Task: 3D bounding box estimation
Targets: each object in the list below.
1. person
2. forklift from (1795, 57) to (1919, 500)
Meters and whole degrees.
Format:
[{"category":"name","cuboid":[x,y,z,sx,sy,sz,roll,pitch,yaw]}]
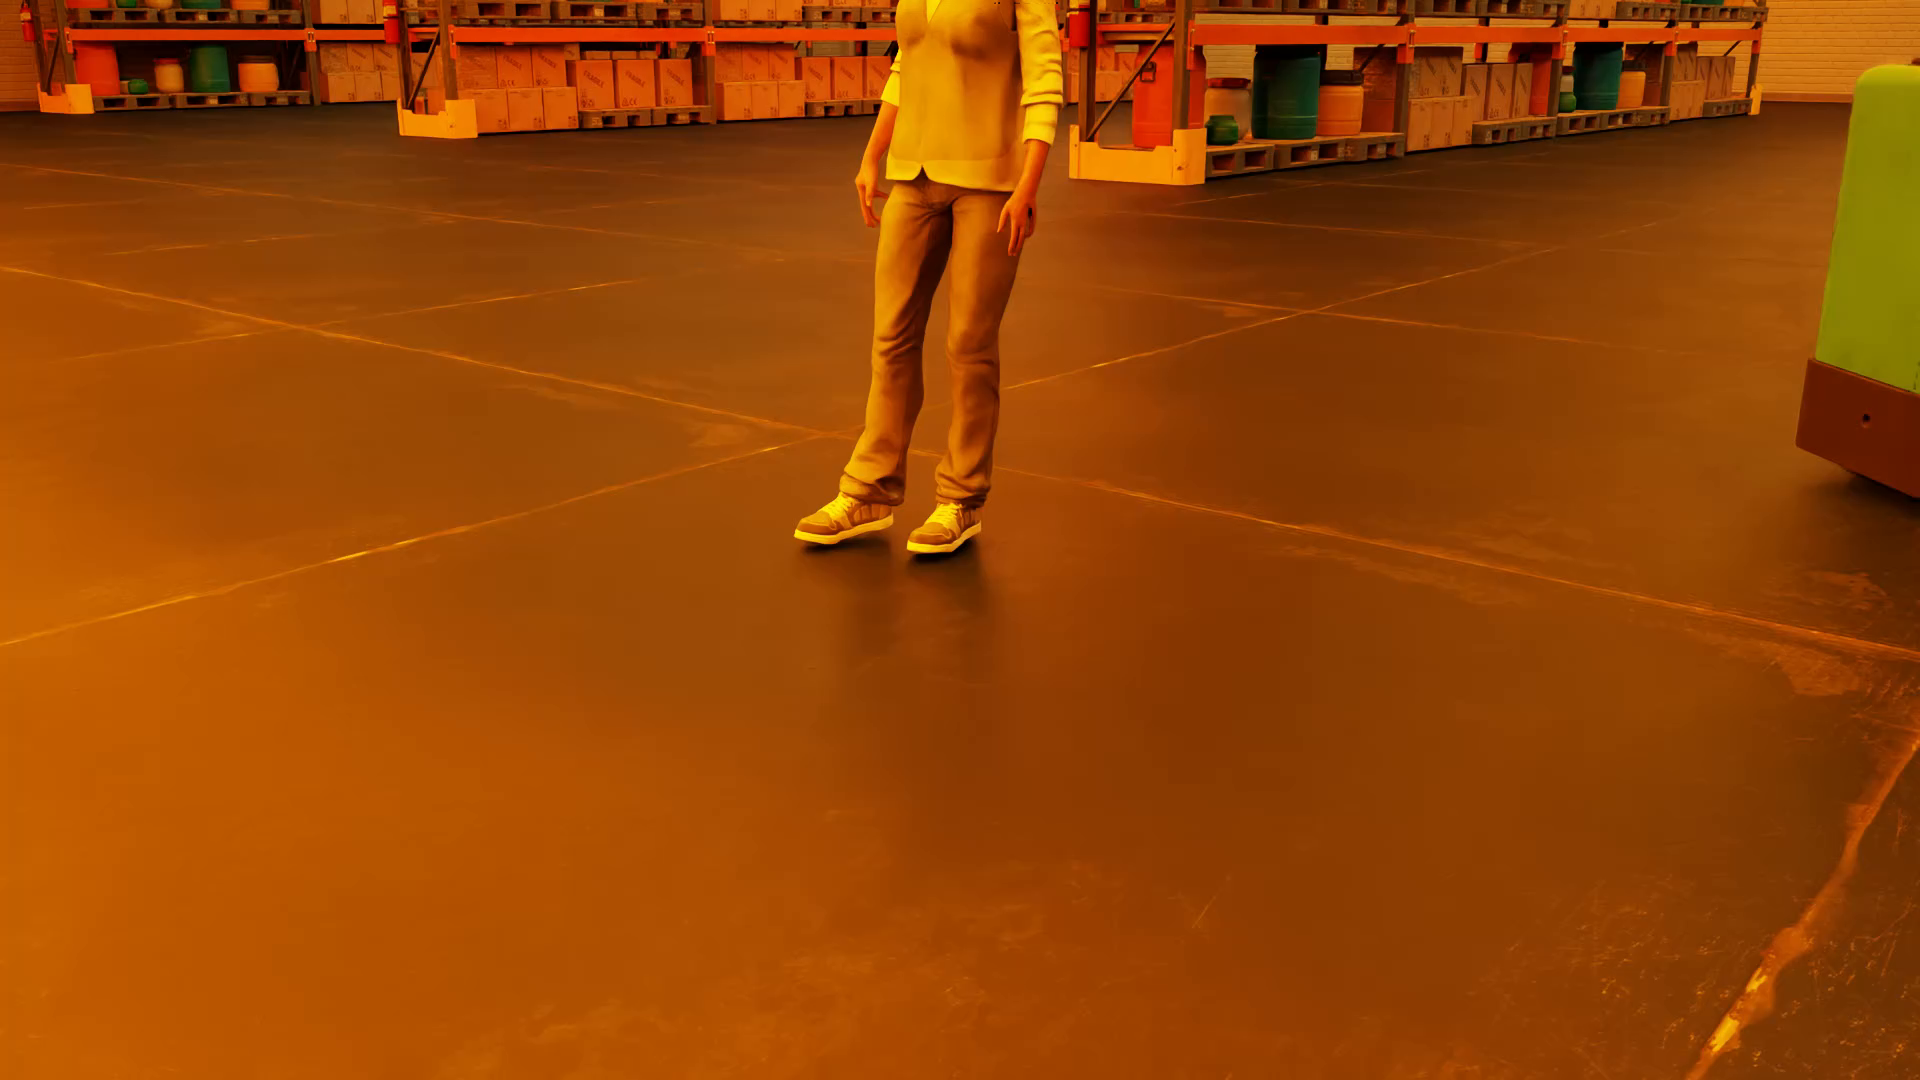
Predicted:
[{"category":"person","cuboid":[-0.058,-0.757,3.661,0.521,1.599,0.473,13,21,37]},{"category":"forklift","cuboid":[3.818,-1.488,3.798,3.031,2.935,1.130,-1,17,-4]}]
